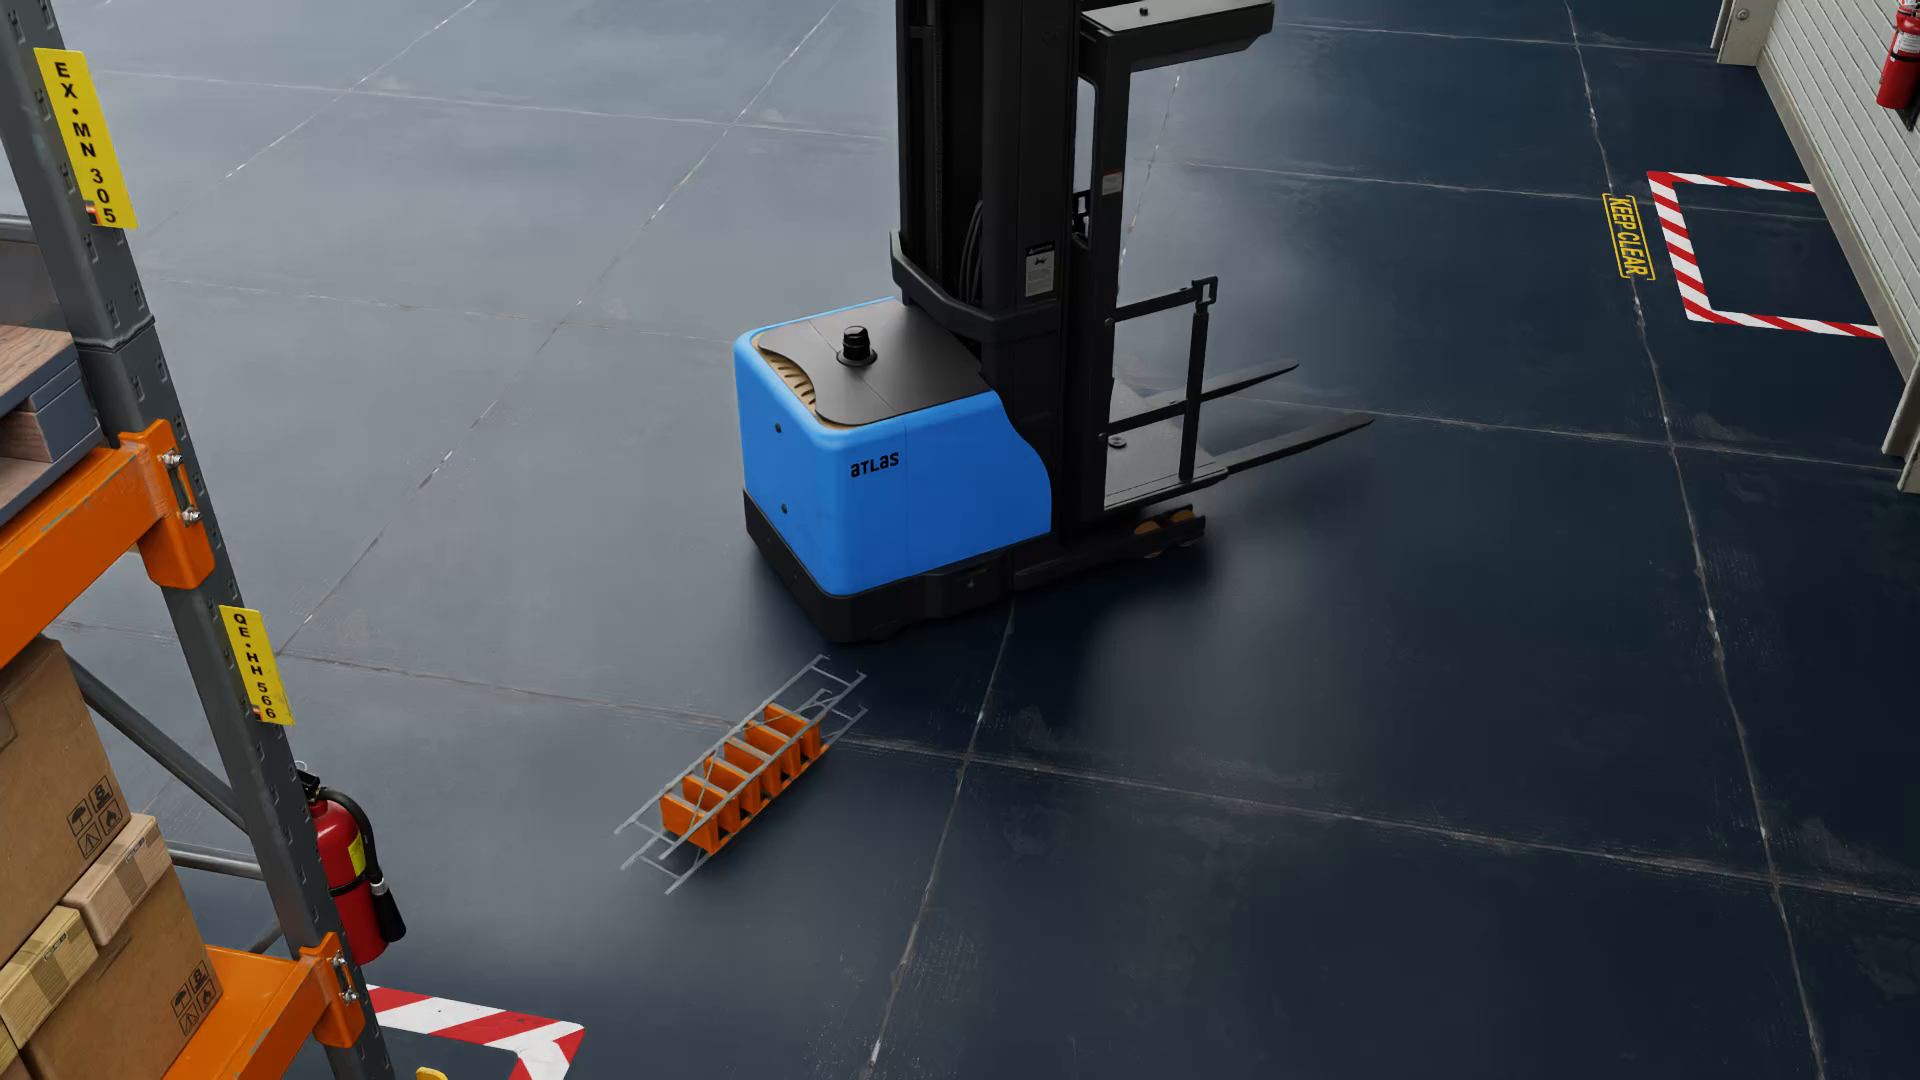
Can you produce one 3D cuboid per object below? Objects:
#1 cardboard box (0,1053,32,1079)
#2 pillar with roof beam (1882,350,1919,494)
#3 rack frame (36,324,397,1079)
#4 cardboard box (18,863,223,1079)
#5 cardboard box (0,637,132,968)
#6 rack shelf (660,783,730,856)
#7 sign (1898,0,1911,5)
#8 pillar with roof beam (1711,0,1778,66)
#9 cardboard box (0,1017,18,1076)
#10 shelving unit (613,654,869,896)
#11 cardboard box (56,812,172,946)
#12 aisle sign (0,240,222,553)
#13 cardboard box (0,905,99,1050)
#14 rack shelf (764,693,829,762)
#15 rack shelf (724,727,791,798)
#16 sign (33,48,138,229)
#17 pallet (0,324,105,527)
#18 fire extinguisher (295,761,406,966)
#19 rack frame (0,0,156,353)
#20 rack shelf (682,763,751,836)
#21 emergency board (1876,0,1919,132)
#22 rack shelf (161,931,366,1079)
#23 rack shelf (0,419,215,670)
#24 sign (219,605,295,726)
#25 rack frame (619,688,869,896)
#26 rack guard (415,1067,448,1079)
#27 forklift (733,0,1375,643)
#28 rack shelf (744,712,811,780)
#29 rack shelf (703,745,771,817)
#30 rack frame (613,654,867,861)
[{"bbox_3d":[-2.280,1.293,3.325,0.700,0.500,0.500,8,37,11],"label":"cardboard box"},{"bbox_3d":[0.552,-4.515,6.311,9.100,9.000,0.400,7,37,10],"label":"pillar with roof beam"},{"bbox_3d":[-2.060,0.765,4.138,1.000,3.000,0.127,7,37,10],"label":"rack frame"},{"bbox_3d":[-2.172,0.991,3.741,0.700,0.500,0.500,7,37,10],"label":"cardboard box"},{"bbox_3d":[-2.184,0.496,3.319,0.700,0.500,0.500,7,37,10],"label":"cardboard box"},{"bbox_3d":[-0.988,1.027,6.169,0.258,0.180,0.103,22,42,27],"label":"rack shelf"},{"bbox_3d":[5.541,-3.276,9.684,0.001,0.329,0.234,7,37,10],"label":"sign"},{"bbox_3d":[1.833,-7.954,11.057,9.100,9.000,0.400,7,37,10],"label":"pillar with roof beam"},{"bbox_3d":[-2.065,1.002,3.173,0.380,0.149,0.250,7,36,9],"label":"cardboard box"},{"bbox_3d":[-0.810,0.873,6.379,0.258,0.189,1.200,22,42,27],"label":"shelving unit"},{"bbox_3d":[-1.956,0.705,3.583,0.380,0.149,0.250,7,36,9],"label":"cardboard box"},{"bbox_3d":[-1.759,-0.288,3.376,0.394,0.787,0.004,7,37,10],"label":"aisle sign"},{"bbox_3d":[-2.010,0.855,3.376,0.380,0.149,0.250,8,37,11],"label":"cardboard box"},{"bbox_3d":[-0.649,0.734,6.568,0.258,0.180,0.103,22,42,27],"label":"rack shelf"},{"bbox_3d":[-0.785,0.851,6.408,0.258,0.180,0.103,22,42,27],"label":"rack shelf"},{"bbox_3d":[-1.533,-0.700,2.916,0.100,0.325,0.005,7,37,10],"label":"sign"},{"bbox_3d":[-2.236,-0.011,2.729,1.003,0.211,1.213,7,37,10],"label":"pallet"},{"bbox_3d":[-1.581,0.787,4.174,0.296,0.674,0.183,7,37,10],"label":"fire extinguisher"},{"bbox_3d":[-2.060,-1.664,2.377,1.000,3.000,0.127,7,37,10],"label":"rack frame"},{"bbox_3d":[-0.920,0.968,6.249,0.258,0.180,0.103,22,42,27],"label":"rack shelf"},{"bbox_3d":[5.322,-2.958,9.275,0.194,1.169,0.643,7,37,10],"label":"emergency board"},{"bbox_3d":[-2.487,2.203,2.767,1.077,0.370,4.000,7,37,10],"label":"rack shelf"},{"bbox_3d":[-2.487,0.989,1.887,1.077,0.370,4.000,7,37,10],"label":"rack shelf"},{"bbox_3d":[-1.533,0.277,3.624,0.100,0.325,0.005,7,37,10],"label":"sign"},{"bbox_3d":[-0.810,0.947,6.433,0.240,0.006,1.200,22,42,27],"label":"rack frame"},{"bbox_3d":[-2.055,1.764,4.890,1.175,0.500,0.348,7,37,10],"label":"rack guard"},{"bbox_3d":[0.556,-1.360,7.129,3.031,2.935,1.130,-17,39,-22],"label":"forklift"},{"bbox_3d":[-0.717,0.792,6.488,0.258,0.180,0.103,22,42,27],"label":"rack shelf"},{"bbox_3d":[-0.853,0.910,6.328,0.258,0.180,0.103,22,42,27],"label":"rack shelf"},{"bbox_3d":[-0.810,0.799,6.325,0.240,0.006,1.200,22,42,27],"label":"rack frame"}]
